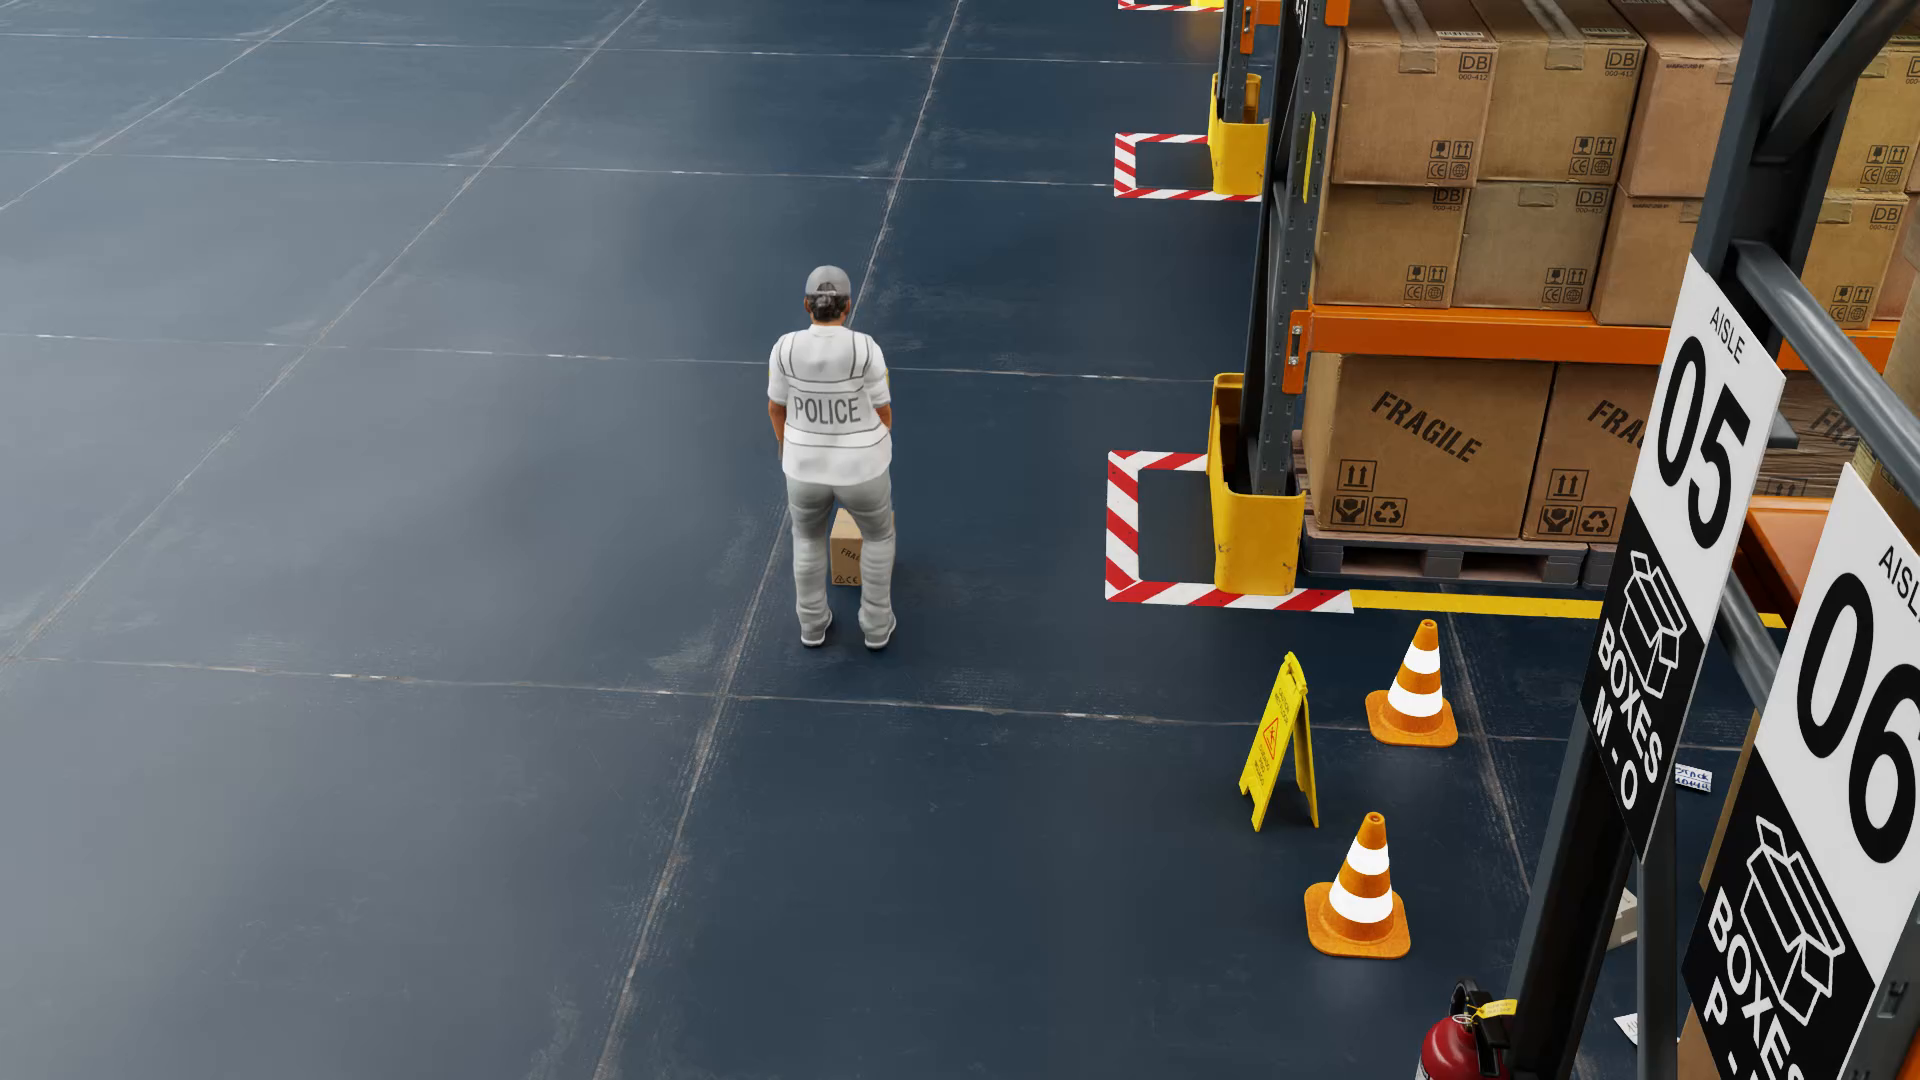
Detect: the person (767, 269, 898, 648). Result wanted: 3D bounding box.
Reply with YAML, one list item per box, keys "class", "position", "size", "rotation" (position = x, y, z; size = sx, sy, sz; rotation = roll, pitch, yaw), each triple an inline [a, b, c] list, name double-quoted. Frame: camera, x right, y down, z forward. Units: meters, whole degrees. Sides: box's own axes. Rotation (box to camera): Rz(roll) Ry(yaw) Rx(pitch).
- class: "person"
  position: [-0.509, -0.286, 6.665]
  size: [0.504, 1.600, 0.513]
  rotation: [3, 32, 5]
